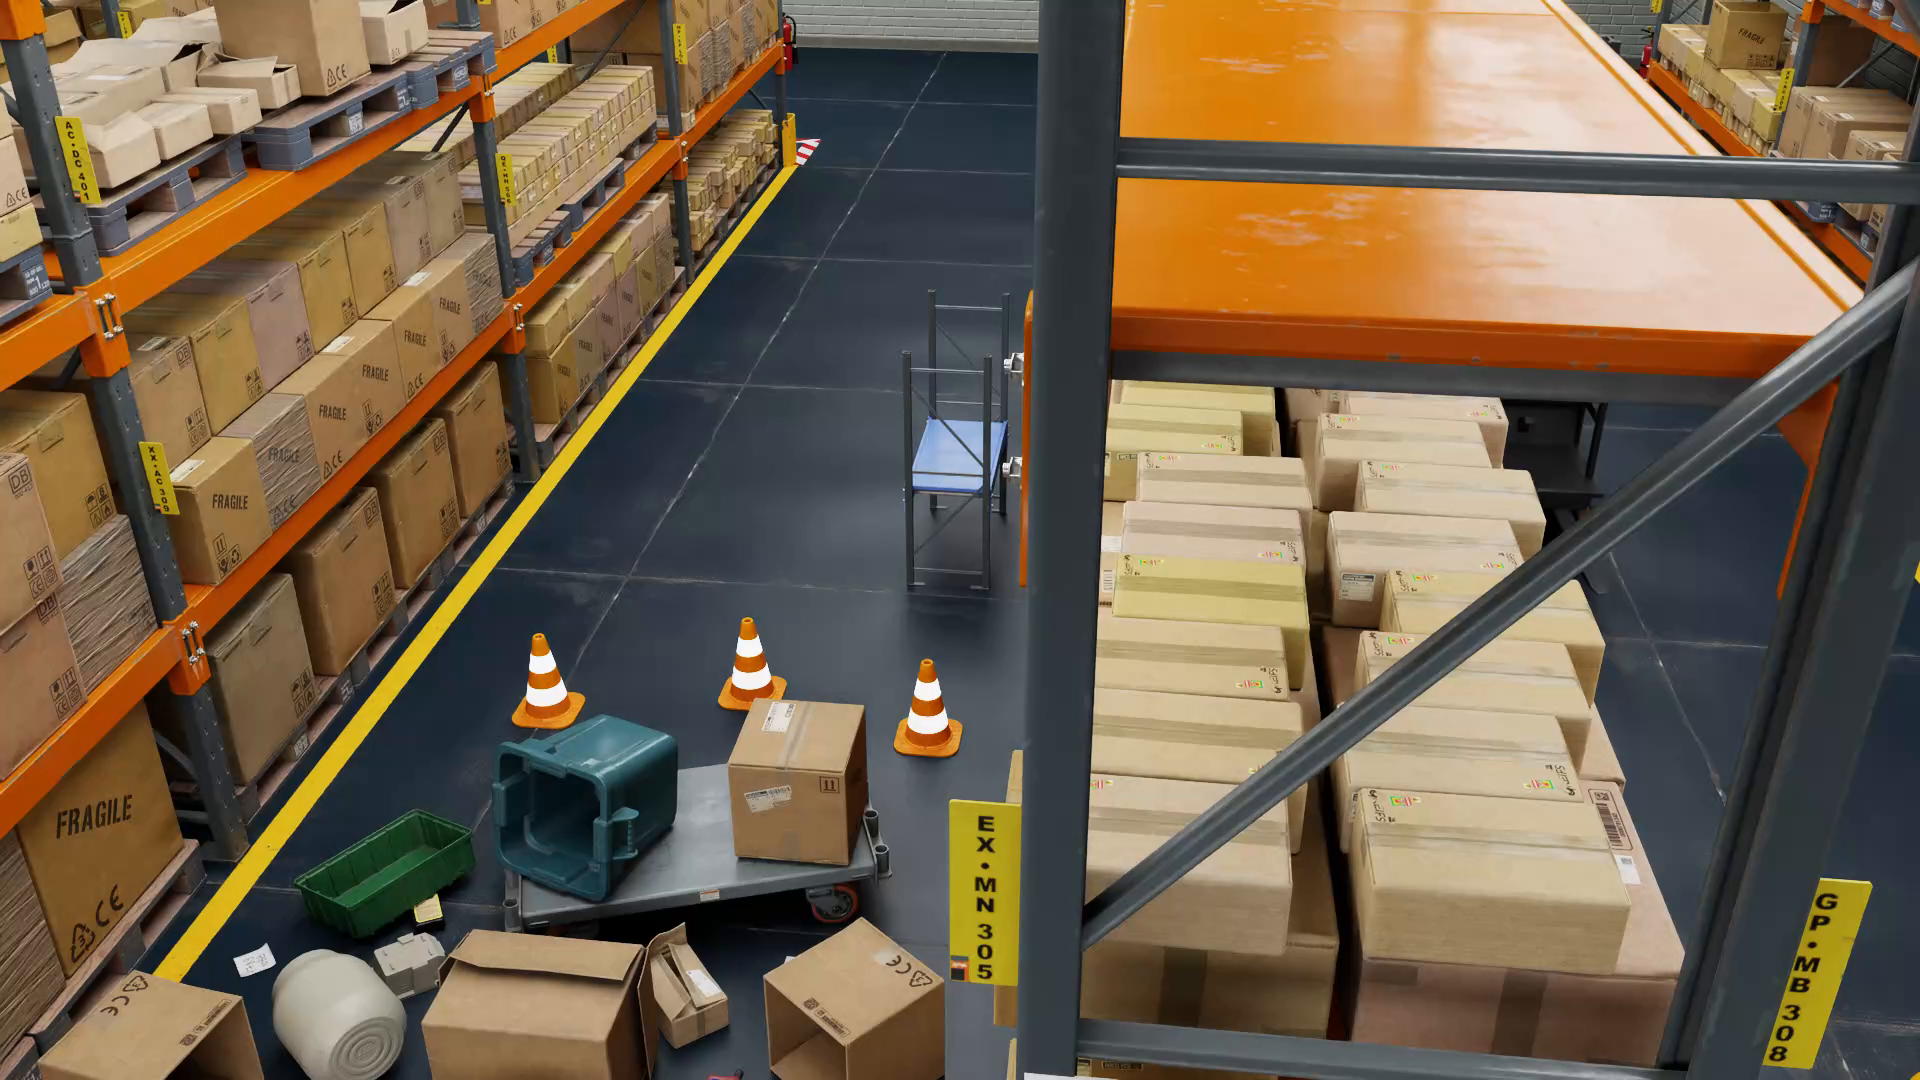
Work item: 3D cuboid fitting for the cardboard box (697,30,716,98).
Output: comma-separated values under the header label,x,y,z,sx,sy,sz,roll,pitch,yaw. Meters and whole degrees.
label,x,y,z,sx,sy,sz,roll,pitch,yaw
cardboard box,-2.507,-4.261,14.869,0.500,0.500,0.500,3,28,6

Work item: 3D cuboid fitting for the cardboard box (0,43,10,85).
label,x,y,z,sx,sy,sz,roll,pitch,yaw
cardboard box,-7.947,-3.832,13.329,0.797,0.503,0.637,4,29,7

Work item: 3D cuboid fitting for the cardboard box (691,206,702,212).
label,x,y,z,sx,sy,sz,roll,pitch,yaw
cardboard box,-2.567,-2.971,15.144,0.380,0.149,0.250,4,29,7

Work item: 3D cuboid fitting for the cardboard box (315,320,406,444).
label,x,y,z,sx,sy,sz,roll,pitch,yaw
cardboard box,-3.332,-0.856,8.863,0.500,0.500,0.500,4,29,7

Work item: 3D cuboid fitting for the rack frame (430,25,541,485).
label,x,y,z,sx,sy,sz,roll,pitch,yaw
rack frame,-3.361,-1.751,10.630,1.000,3.000,0.127,3,28,6

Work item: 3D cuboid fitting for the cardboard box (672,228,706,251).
label,x,y,z,sx,sy,sz,roll,pitch,yaw
cardboard box,-2.508,-2.717,14.985,0.380,0.149,0.250,2,28,4

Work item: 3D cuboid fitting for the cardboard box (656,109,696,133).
label,x,y,z,sx,sy,sz,roll,pitch,yaw
cardboard box,-2.512,-3.638,14.397,0.380,0.149,0.250,4,29,8

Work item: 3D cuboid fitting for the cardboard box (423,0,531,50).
label,x,y,z,sx,sy,sz,roll,pitch,yaw
cardboard box,-3.027,-3.369,10.365,0.500,0.500,0.500,3,28,6

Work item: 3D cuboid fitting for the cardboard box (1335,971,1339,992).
label,x,y,z,sx,sy,sz,roll,pitch,yaw
cardboard box,0.890,0.779,3.036,0.380,0.149,0.250,2,28,5

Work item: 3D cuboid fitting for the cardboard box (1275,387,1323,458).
label,x,y,z,sx,sy,sz,roll,pitch,yaw
cardboard box,1.149,-0.313,4.643,0.500,0.250,0.500,3,28,5

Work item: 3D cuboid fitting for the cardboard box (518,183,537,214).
label,x,y,z,sx,sy,sz,roll,pitch,yaw
cardboard box,-3.072,-2.300,11.157,0.380,0.149,0.250,5,29,9

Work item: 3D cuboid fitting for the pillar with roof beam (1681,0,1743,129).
label,x,y,z,sx,sy,sz,roll,pitch,yaw
pillar with roof beam,4.423,-9.098,17.942,9.100,9.000,0.400,3,28,6

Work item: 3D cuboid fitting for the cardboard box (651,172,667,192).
label,x,y,z,sx,sy,sz,roll,pitch,yaw
cardboard box,-2.961,-3.366,15.563,0.380,0.149,0.250,4,29,8

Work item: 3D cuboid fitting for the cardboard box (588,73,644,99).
label,x,y,z,sx,sy,sz,roll,pitch,yaw
cardboard box,-2.759,-3.643,13.337,0.380,0.149,0.250,3,28,5

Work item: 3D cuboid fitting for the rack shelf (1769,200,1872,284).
label,x,y,z,sx,sy,sz,roll,pitch,yaw
rack shelf,6.736,-1.849,11.570,1.077,0.370,4.000,3,28,6

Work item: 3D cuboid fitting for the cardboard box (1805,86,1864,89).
label,x,y,z,sx,sy,sz,roll,pitch,yaw
cardboard box,7.364,-3.626,13.955,0.500,0.250,0.500,3,28,6

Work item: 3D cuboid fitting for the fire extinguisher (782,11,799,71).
label,x,y,z,sx,sy,sz,roll,pitch,yaw
fire extinguisher,-1.892,-5.410,17.897,0.296,0.674,0.183,3,28,6

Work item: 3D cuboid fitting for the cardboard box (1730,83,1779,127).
label,x,y,z,sx,sy,sz,roll,pitch,yaw
cardboard box,6.848,-3.663,14.023,0.500,0.250,0.500,3,29,6

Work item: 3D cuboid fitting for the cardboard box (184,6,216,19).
label,x,y,z,sx,sy,sz,roll,pitch,yaw
cardboard box,-3.730,-2.671,8.784,0.500,0.250,0.500,4,29,8

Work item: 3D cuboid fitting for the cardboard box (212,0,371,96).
label,x,y,z,sx,sy,sz,roll,pitch,yaw
cardboard box,-3.296,-2.510,8.222,0.500,0.500,0.500,3,28,6

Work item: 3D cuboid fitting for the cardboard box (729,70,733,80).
label,x,y,z,sx,sy,sz,roll,pitch,yaw
cardboard box,-2.402,-4.509,16.015,0.380,0.149,0.250,4,29,7

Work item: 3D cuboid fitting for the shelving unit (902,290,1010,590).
label,x,y,z,sx,sy,sz,roll,pitch,yaw
shelving unit,-0.010,-0.620,10.112,0.538,1.500,1.048,3,28,6

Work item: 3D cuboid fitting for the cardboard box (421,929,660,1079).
label,x,y,z,sx,sy,sz,roll,pitch,yaw
cardboard box,-1.607,1.879,6.380,0.797,0.637,0.503,3,28,6

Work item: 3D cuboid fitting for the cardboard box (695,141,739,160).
label,x,y,z,sx,sy,sz,roll,pitch,yaw
cardboard box,-2.402,-3.835,16.434,0.380,0.149,0.250,2,28,4

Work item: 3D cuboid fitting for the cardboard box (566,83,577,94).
label,x,y,z,sx,sy,sz,roll,pitch,yaw
cardboard box,-3.376,-3.681,13.720,0.380,0.149,0.250,4,29,7

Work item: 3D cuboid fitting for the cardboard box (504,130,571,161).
label,x,y,z,sx,sy,sz,roll,pitch,yaw
cardboard box,-2.983,-2.788,11.749,0.380,0.149,0.250,5,29,9

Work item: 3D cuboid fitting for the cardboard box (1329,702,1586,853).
label,x,y,z,sx,sy,sz,roll,pitch,yaw
cardboard box,0.845,0.419,2.864,0.380,0.149,0.250,3,28,6

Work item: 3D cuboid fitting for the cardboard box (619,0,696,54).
label,x,y,z,sx,sy,sz,roll,pitch,yaw
cardboard box,-2.574,-4.447,14.161,0.500,0.500,0.500,4,29,7

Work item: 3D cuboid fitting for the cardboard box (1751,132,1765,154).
label,x,y,z,sx,sy,sz,roll,pitch,yaw
cardboard box,6.780,-3.285,13.742,0.380,0.149,0.250,4,29,8

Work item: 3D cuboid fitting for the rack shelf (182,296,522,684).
label,x,y,z,sx,sy,sz,roll,pitch,yaw
rack shelf,-3.606,-0.493,9.053,1.077,0.370,4.000,3,28,6

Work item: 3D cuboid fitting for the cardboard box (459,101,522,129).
label,x,y,z,sx,sy,sz,roll,pitch,yaw
cardboard box,-3.533,-3.203,12.519,0.380,0.149,0.250,4,29,8

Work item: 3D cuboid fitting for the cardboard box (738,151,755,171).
label,x,y,z,sx,sy,sz,roll,pitch,yaw
cardboard box,-2.275,-3.823,16.726,0.380,0.149,0.250,4,29,7

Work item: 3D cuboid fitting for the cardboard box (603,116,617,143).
label,x,y,z,sx,sy,sz,roll,pitch,yaw
cardboard box,-2.851,-3.148,12.732,0.380,0.149,0.250,2,28,4

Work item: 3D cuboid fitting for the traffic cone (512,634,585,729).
label,x,y,z,sx,sy,sz,roll,pitch,yaw
traffic cone,-2.188,0.705,8.746,0.336,0.463,0.334,3,28,6

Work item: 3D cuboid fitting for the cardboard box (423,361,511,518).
label,x,y,z,sx,sy,sz,roll,pitch,yaw
cardboard box,-3.525,-0.664,10.542,1.050,0.750,0.750,3,28,6

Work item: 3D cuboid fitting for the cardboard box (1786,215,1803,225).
label,x,y,z,sx,sy,sz,roll,pitch,yaw
cardboard box,6.733,-2.451,13.125,0.380,0.149,0.250,3,28,5

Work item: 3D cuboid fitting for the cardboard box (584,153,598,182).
label,x,y,z,sx,sy,sz,roll,pitch,yaw
cardboard box,-2.912,-2.771,12.345,0.380,0.149,0.250,2,28,5

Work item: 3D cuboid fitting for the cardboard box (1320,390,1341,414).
label,x,y,z,sx,sy,sz,roll,pitch,yaw
cardboard box,1.159,-0.413,4.407,0.380,0.149,0.250,4,29,7

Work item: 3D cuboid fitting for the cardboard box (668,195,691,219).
label,x,y,z,sx,sy,sz,roll,pitch,yaw
cardboard box,-2.623,-2.976,14.839,0.380,0.149,0.250,4,29,8

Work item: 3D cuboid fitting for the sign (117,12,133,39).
label,x,y,z,sx,sy,sz,roll,pitch,yaw
sign,-7.242,-4.418,14.442,0.100,0.325,0.005,3,28,6

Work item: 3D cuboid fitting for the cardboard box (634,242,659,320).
label,x,y,z,sx,sy,sz,roll,pitch,yaw
cardboard box,-2.775,-2.114,13.496,0.500,0.500,0.500,3,28,5

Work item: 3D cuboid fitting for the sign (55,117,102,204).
label,x,y,z,sx,sy,sz,roll,pitch,yaw
sign,-3.300,-1.420,6.224,0.100,0.325,0.005,3,28,6

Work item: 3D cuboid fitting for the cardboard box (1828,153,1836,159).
label,x,y,z,sx,sy,sz,roll,pitch,yaw
cardboard box,6.430,-2.601,11.907,0.396,0.266,0.258,5,29,9

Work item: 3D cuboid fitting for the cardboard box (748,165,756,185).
label,x,y,z,sx,sy,sz,roll,pitch,yaw
cardboard box,-2.274,-3.700,16.810,0.380,0.149,0.250,2,28,4

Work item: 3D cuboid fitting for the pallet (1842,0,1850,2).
label,x,y,z,sx,sy,sz,roll,pitch,yaw
pallet,6.831,-4.042,11.918,1.213,0.211,1.003,3,28,6

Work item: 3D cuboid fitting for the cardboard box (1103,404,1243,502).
label,x,y,z,sx,sy,sz,roll,pitch,yaw
cardboard box,0.487,-0.207,4.024,0.380,0.149,0.250,4,29,7

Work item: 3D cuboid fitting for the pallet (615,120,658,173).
label,x,y,z,sx,sy,sz,roll,pitch,yaw
pallet,-3.109,-3.198,13.518,1.003,0.211,1.213,3,28,6

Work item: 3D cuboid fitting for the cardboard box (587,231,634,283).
label,x,y,z,sx,sy,sz,roll,pitch,yaw
cardboard box,-2.838,-2.192,12.851,0.500,0.250,0.500,2,28,4

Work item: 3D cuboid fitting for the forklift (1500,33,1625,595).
label,x,y,z,sx,sy,sz,roll,pitch,yaw
forklift,3.505,-1.514,10.261,1.130,2.935,3.031,2,28,5

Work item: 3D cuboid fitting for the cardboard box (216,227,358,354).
label,x,y,z,sx,sy,sz,roll,pitch,yaw
cardboard box,-3.610,-1.304,8.641,0.700,0.500,0.500,3,28,6

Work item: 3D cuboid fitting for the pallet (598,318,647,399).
label,x,y,z,sx,sy,sz,roll,pitch,yaw
pallet,-3.112,-1.464,13.037,1.003,0.211,1.213,3,28,6
